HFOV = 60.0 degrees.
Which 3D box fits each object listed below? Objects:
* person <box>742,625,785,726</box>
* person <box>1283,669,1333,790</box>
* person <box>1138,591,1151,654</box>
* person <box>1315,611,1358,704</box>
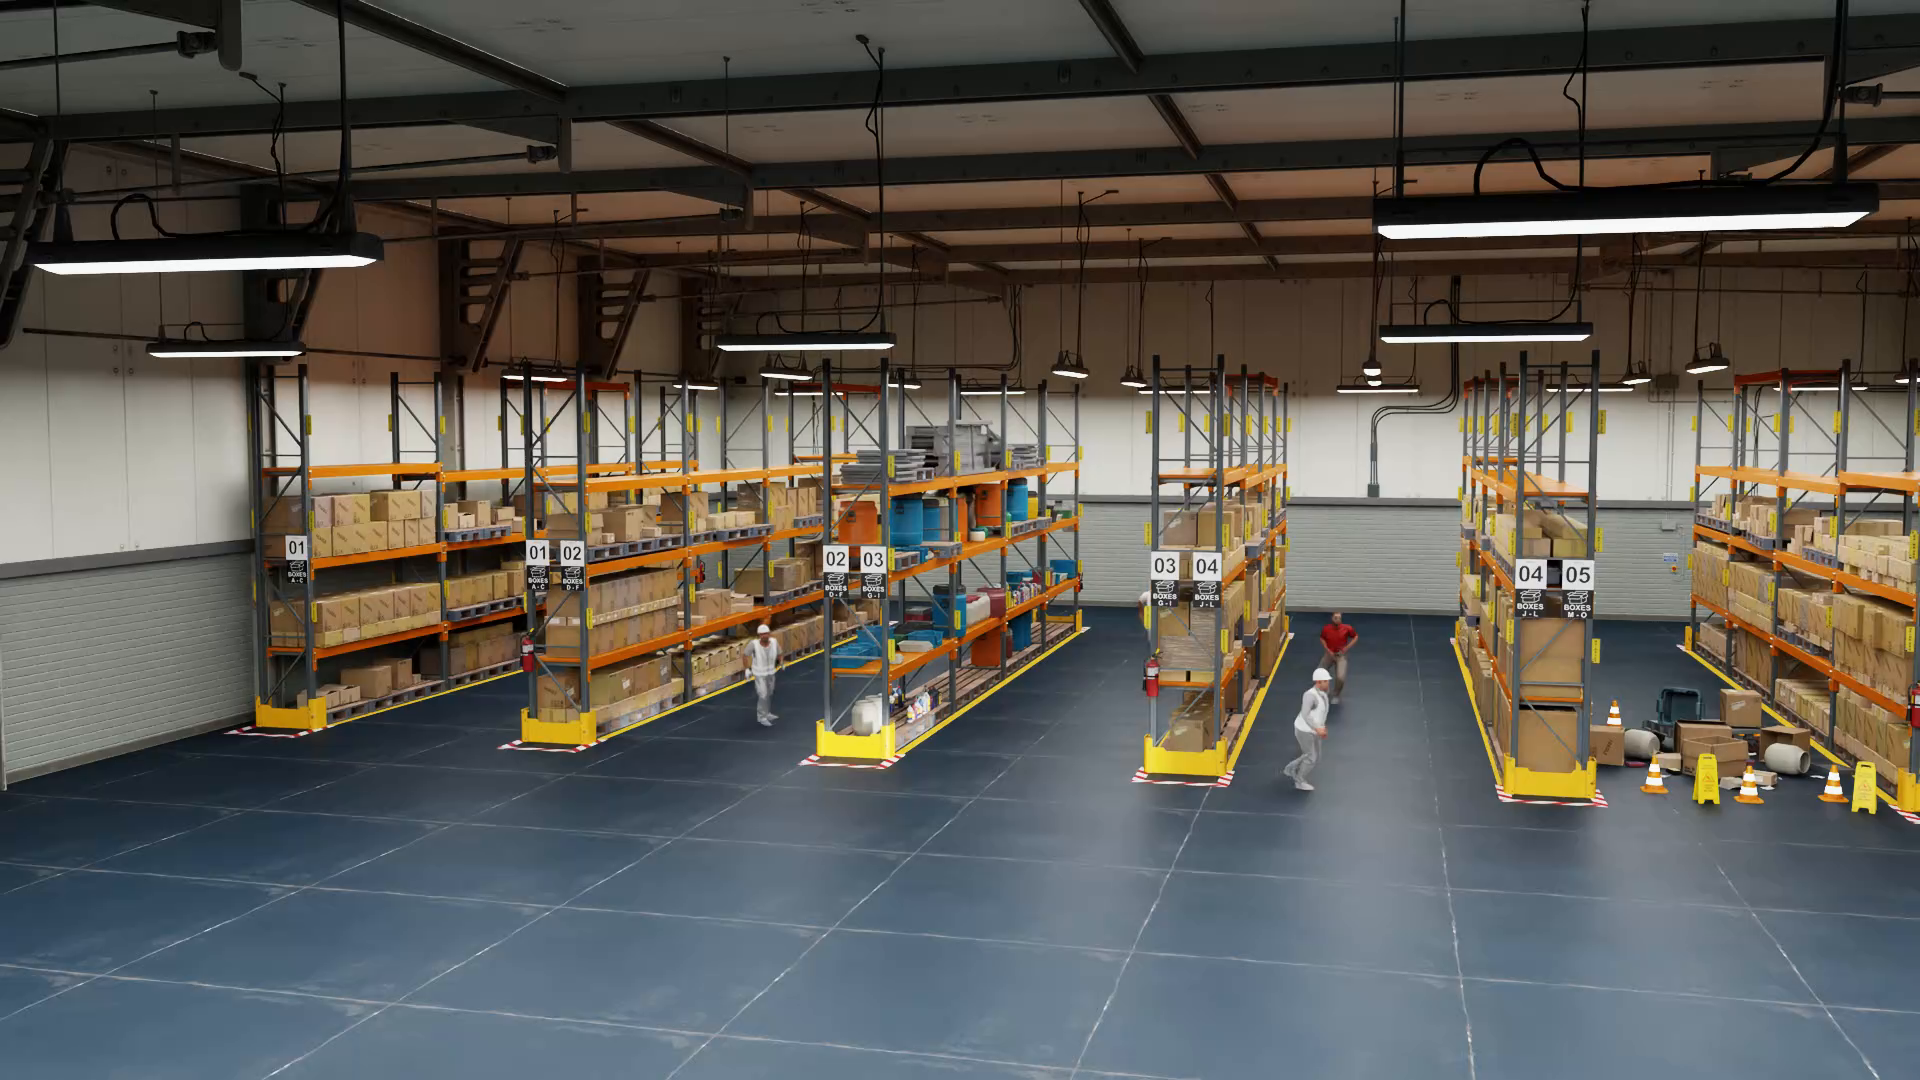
[{"bbox_3d":[-3.244,2.256,27.813,0.694,1.737,0.848,-3,5,-40],"label":"person"},{"bbox_3d":[4.747,2.583,22.765,0.776,1.701,0.621,3,5,36],"label":"person"},{"bbox_3d":[3.874,1.620,32.949,0.681,1.672,0.736,0,4,4],"label":"person"},{"bbox_3d":[6.734,2.115,30.028,0.891,1.684,0.543,2,4,24],"label":"person"}]
